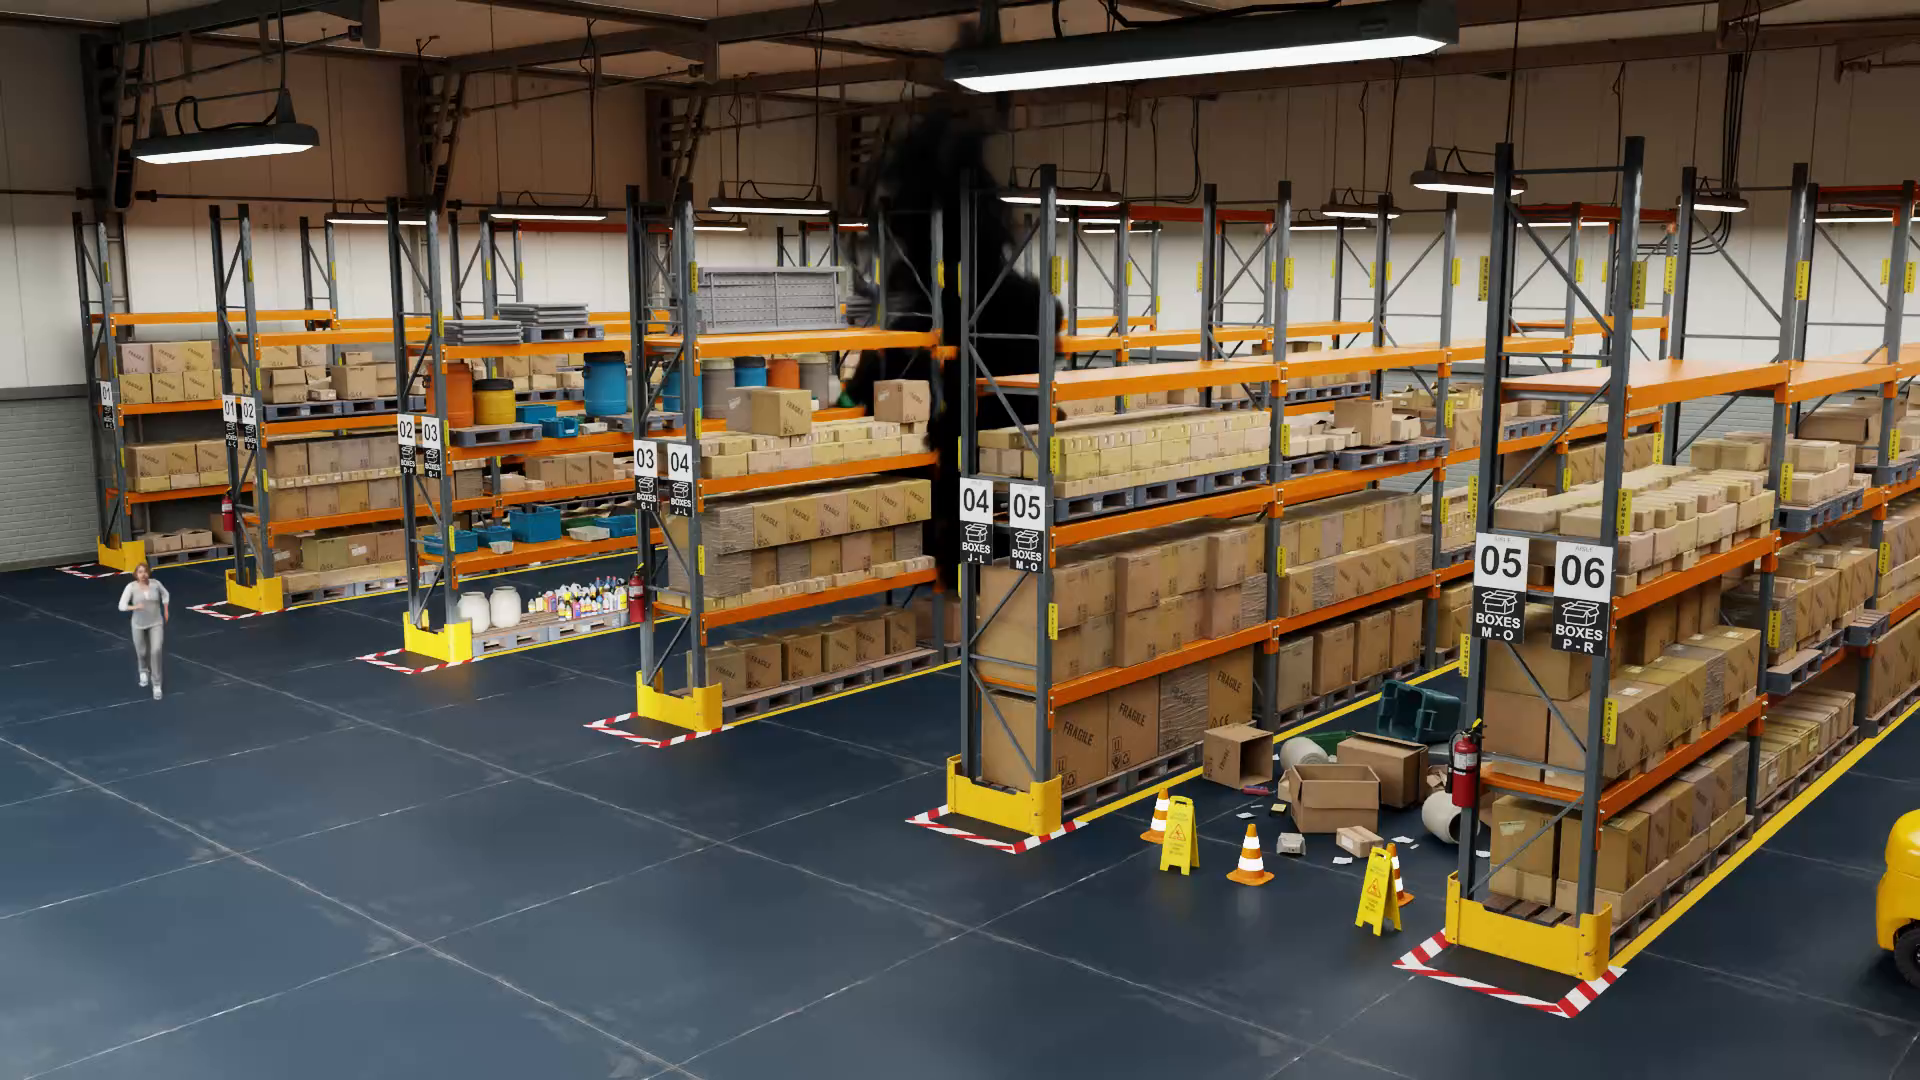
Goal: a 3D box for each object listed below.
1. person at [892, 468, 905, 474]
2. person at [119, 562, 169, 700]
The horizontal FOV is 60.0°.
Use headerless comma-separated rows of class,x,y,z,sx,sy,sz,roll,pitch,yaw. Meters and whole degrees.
person,-1.244,-1.069,32.571,0.576,1.639,0.912,6,11,33
person,-9.785,1.053,20.000,0.566,1.611,0.822,-6,11,-30
